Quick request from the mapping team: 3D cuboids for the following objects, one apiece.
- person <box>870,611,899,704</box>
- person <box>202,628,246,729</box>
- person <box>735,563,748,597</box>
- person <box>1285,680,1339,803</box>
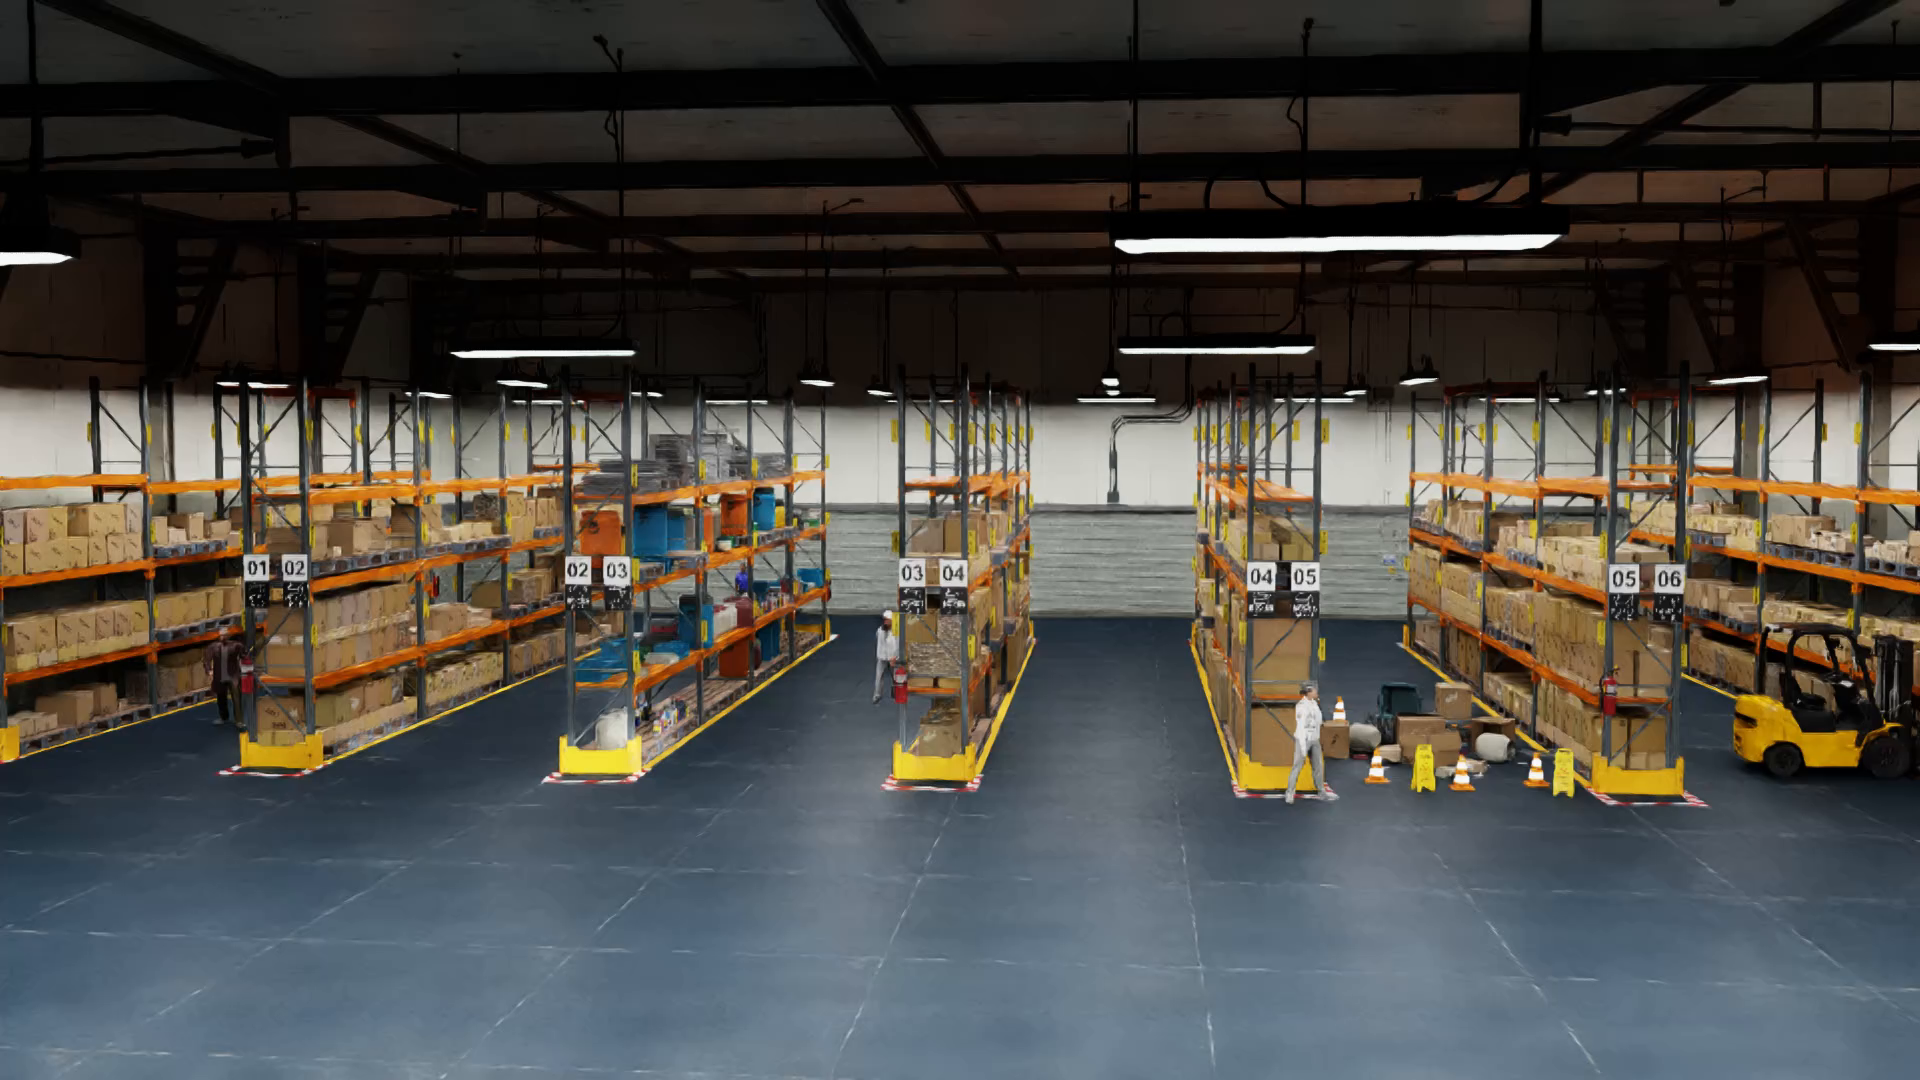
[{"bbox_3d":[-1.315,2.162,30.787,0.539,1.715,1.031,1,4,15],"label":"person"},{"bbox_3d":[-12.428,2.324,28.209,0.724,1.713,0.900,-1,4,-11],"label":"person"},{"bbox_3d":[-5.724,1.378,44.006,0.447,1.570,1.088,1,4,8],"label":"person"},{"bbox_3d":[4.739,2.712,22.510,0.552,1.670,0.685,3,5,43],"label":"person"}]
